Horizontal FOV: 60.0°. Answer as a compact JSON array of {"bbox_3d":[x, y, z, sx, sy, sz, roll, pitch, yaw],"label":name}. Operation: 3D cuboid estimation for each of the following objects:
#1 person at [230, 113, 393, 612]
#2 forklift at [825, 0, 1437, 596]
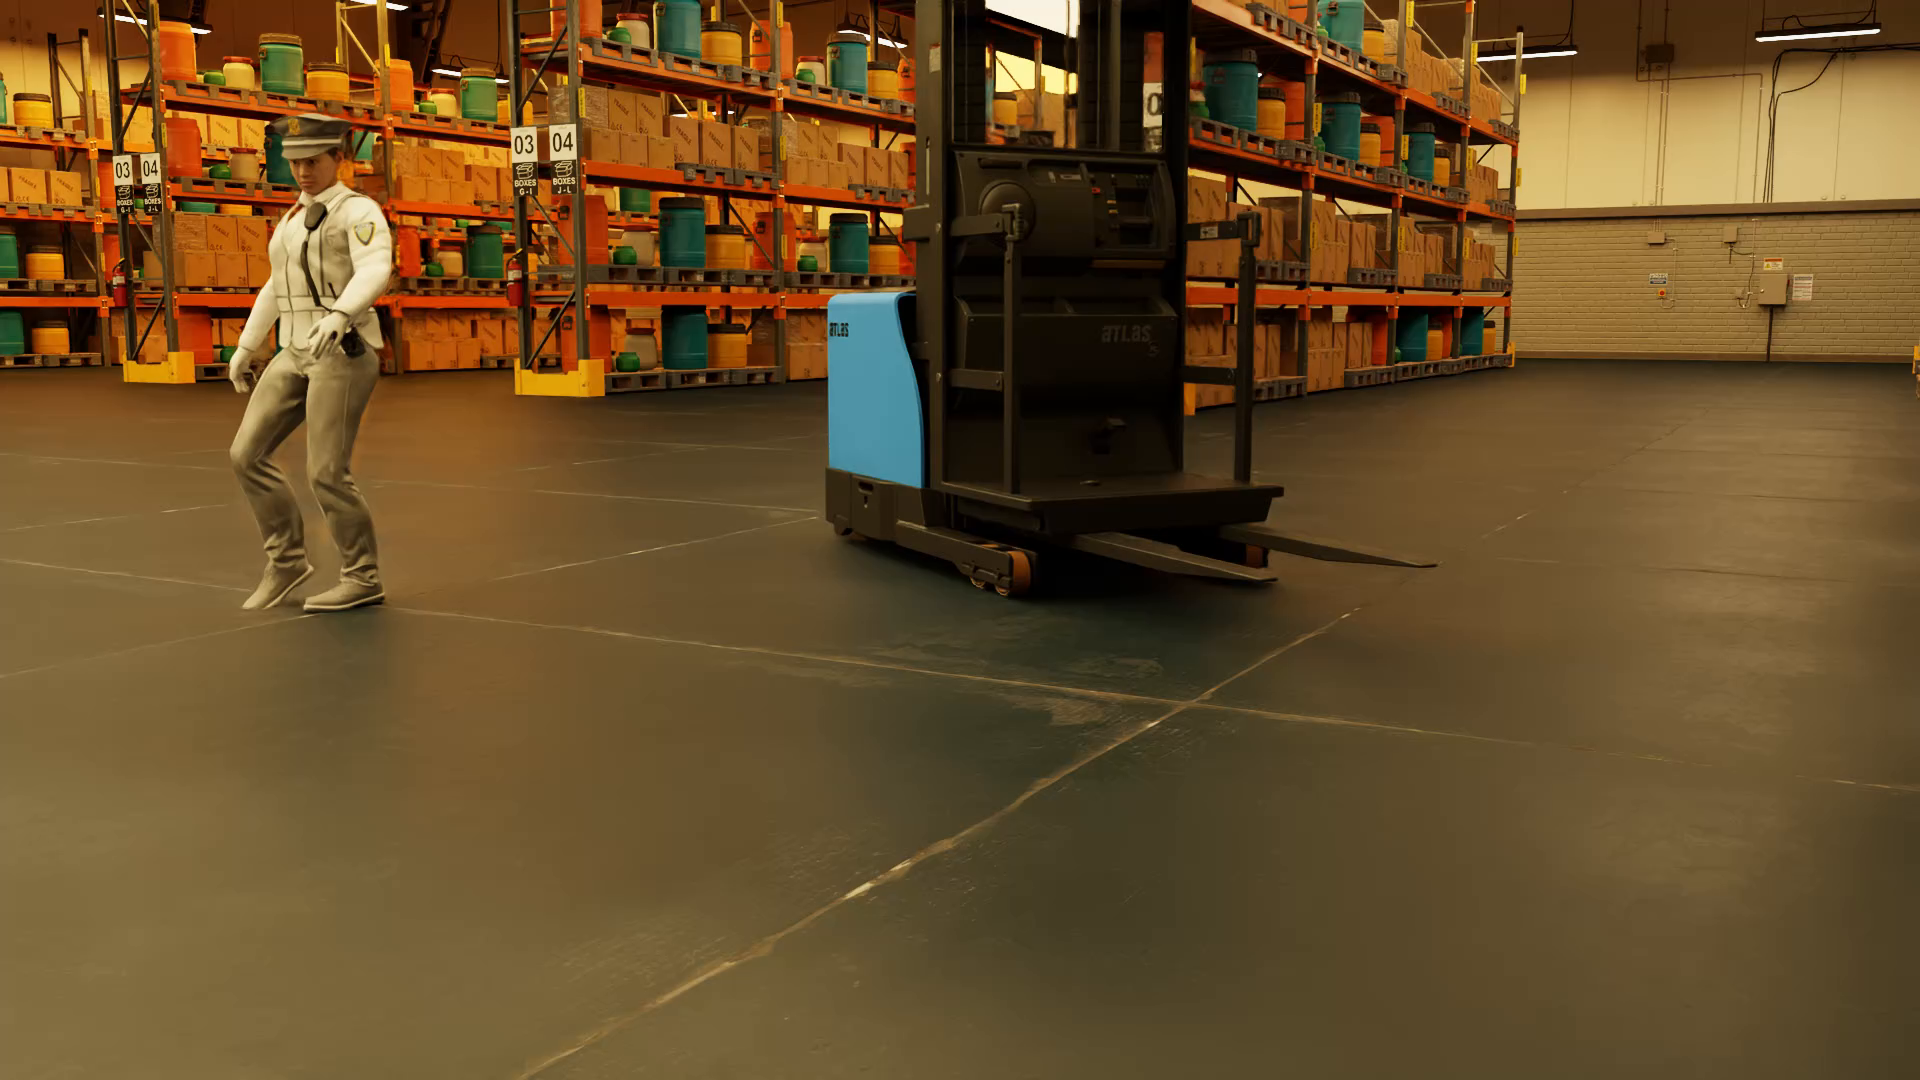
[{"bbox_3d":[-2.156,-0.563,5.544,0.837,1.685,0.442,7,10,41],"label":"person"},{"bbox_3d":[0.507,-1.321,6.162,1.130,2.935,3.031,-4,9,-26],"label":"forklift"}]
